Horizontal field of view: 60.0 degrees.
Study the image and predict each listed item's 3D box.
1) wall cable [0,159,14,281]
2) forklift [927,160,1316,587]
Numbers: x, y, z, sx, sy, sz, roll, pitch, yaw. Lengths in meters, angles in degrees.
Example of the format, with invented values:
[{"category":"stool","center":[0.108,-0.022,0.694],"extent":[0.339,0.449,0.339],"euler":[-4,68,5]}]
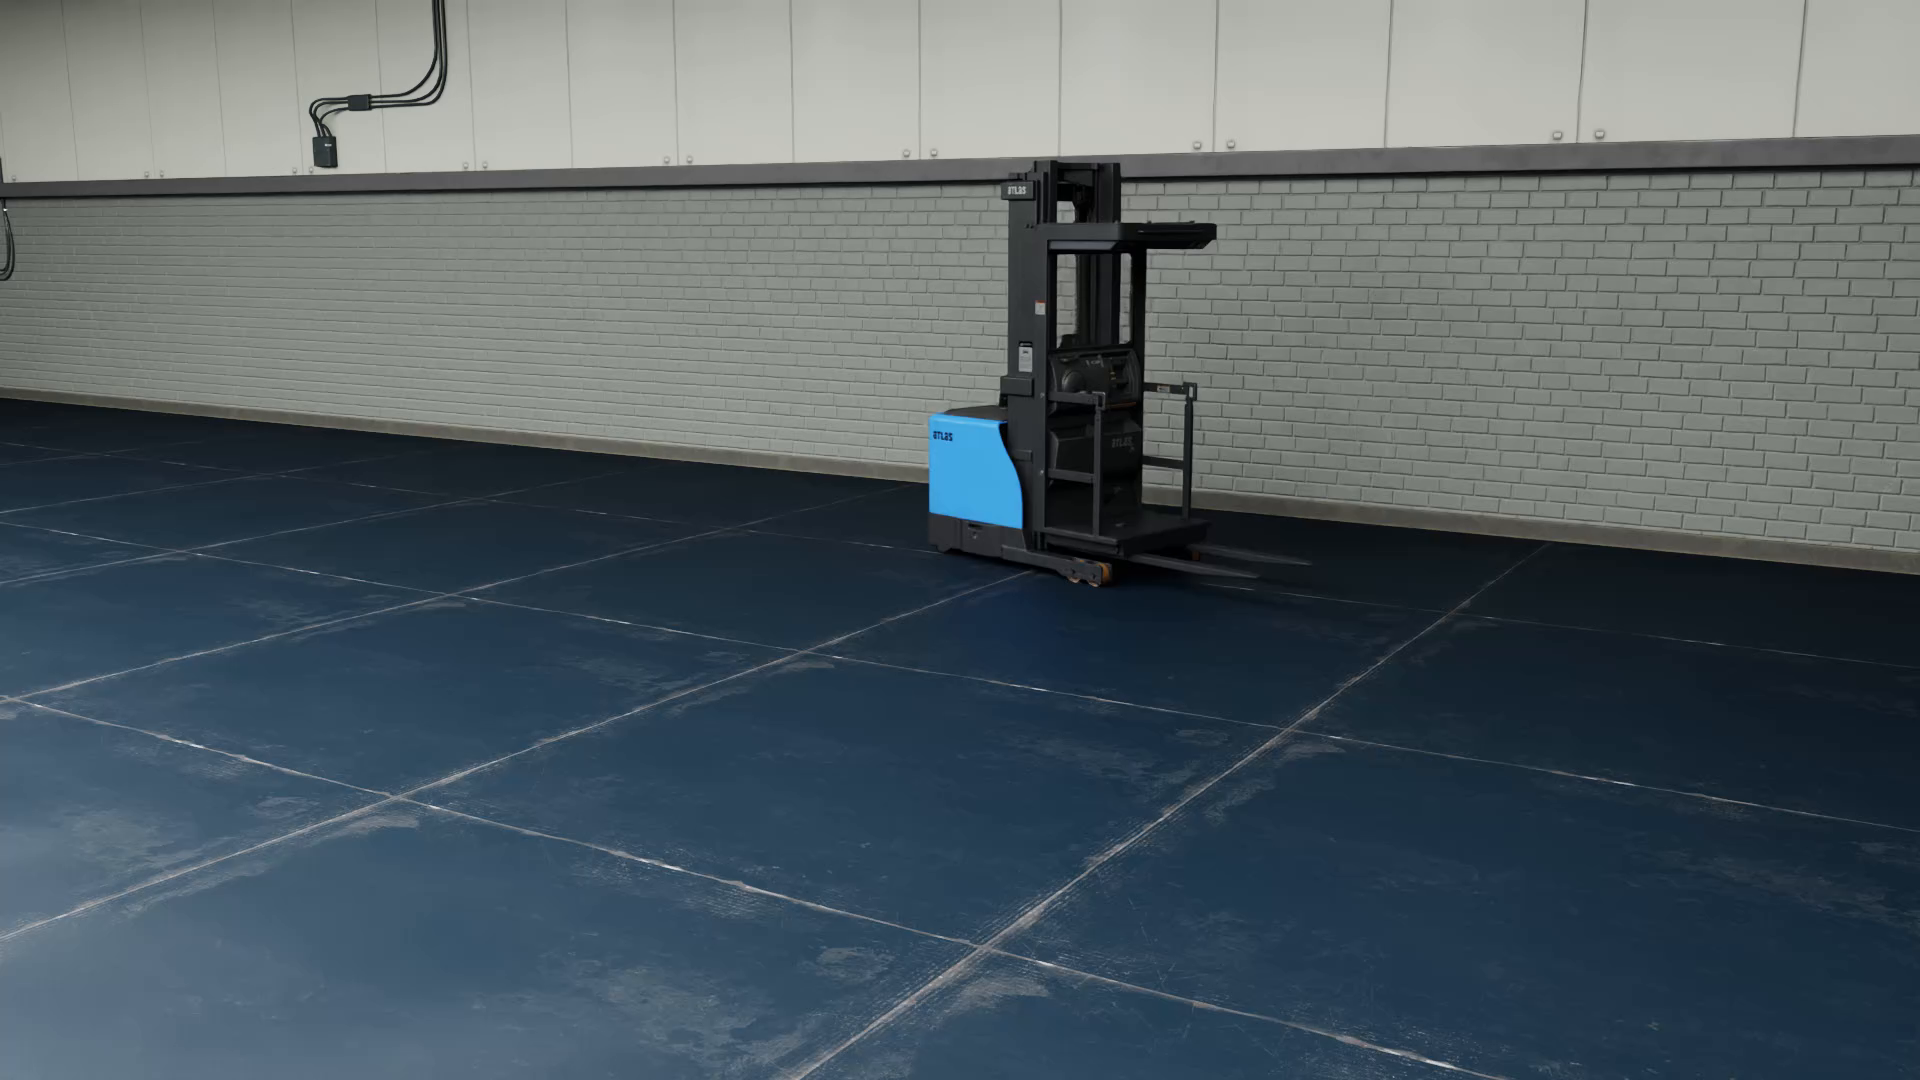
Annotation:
[{"category":"wall cable","center":[-14.930,-5.082,24.497],"extent":[3.097,2.526,0.112],"euler":[6,12,31]},{"category":"forklift","center":[1.131,-1.220,11.922],"extent":[1.130,2.935,3.031],"euler":[-10,15,-43]}]
